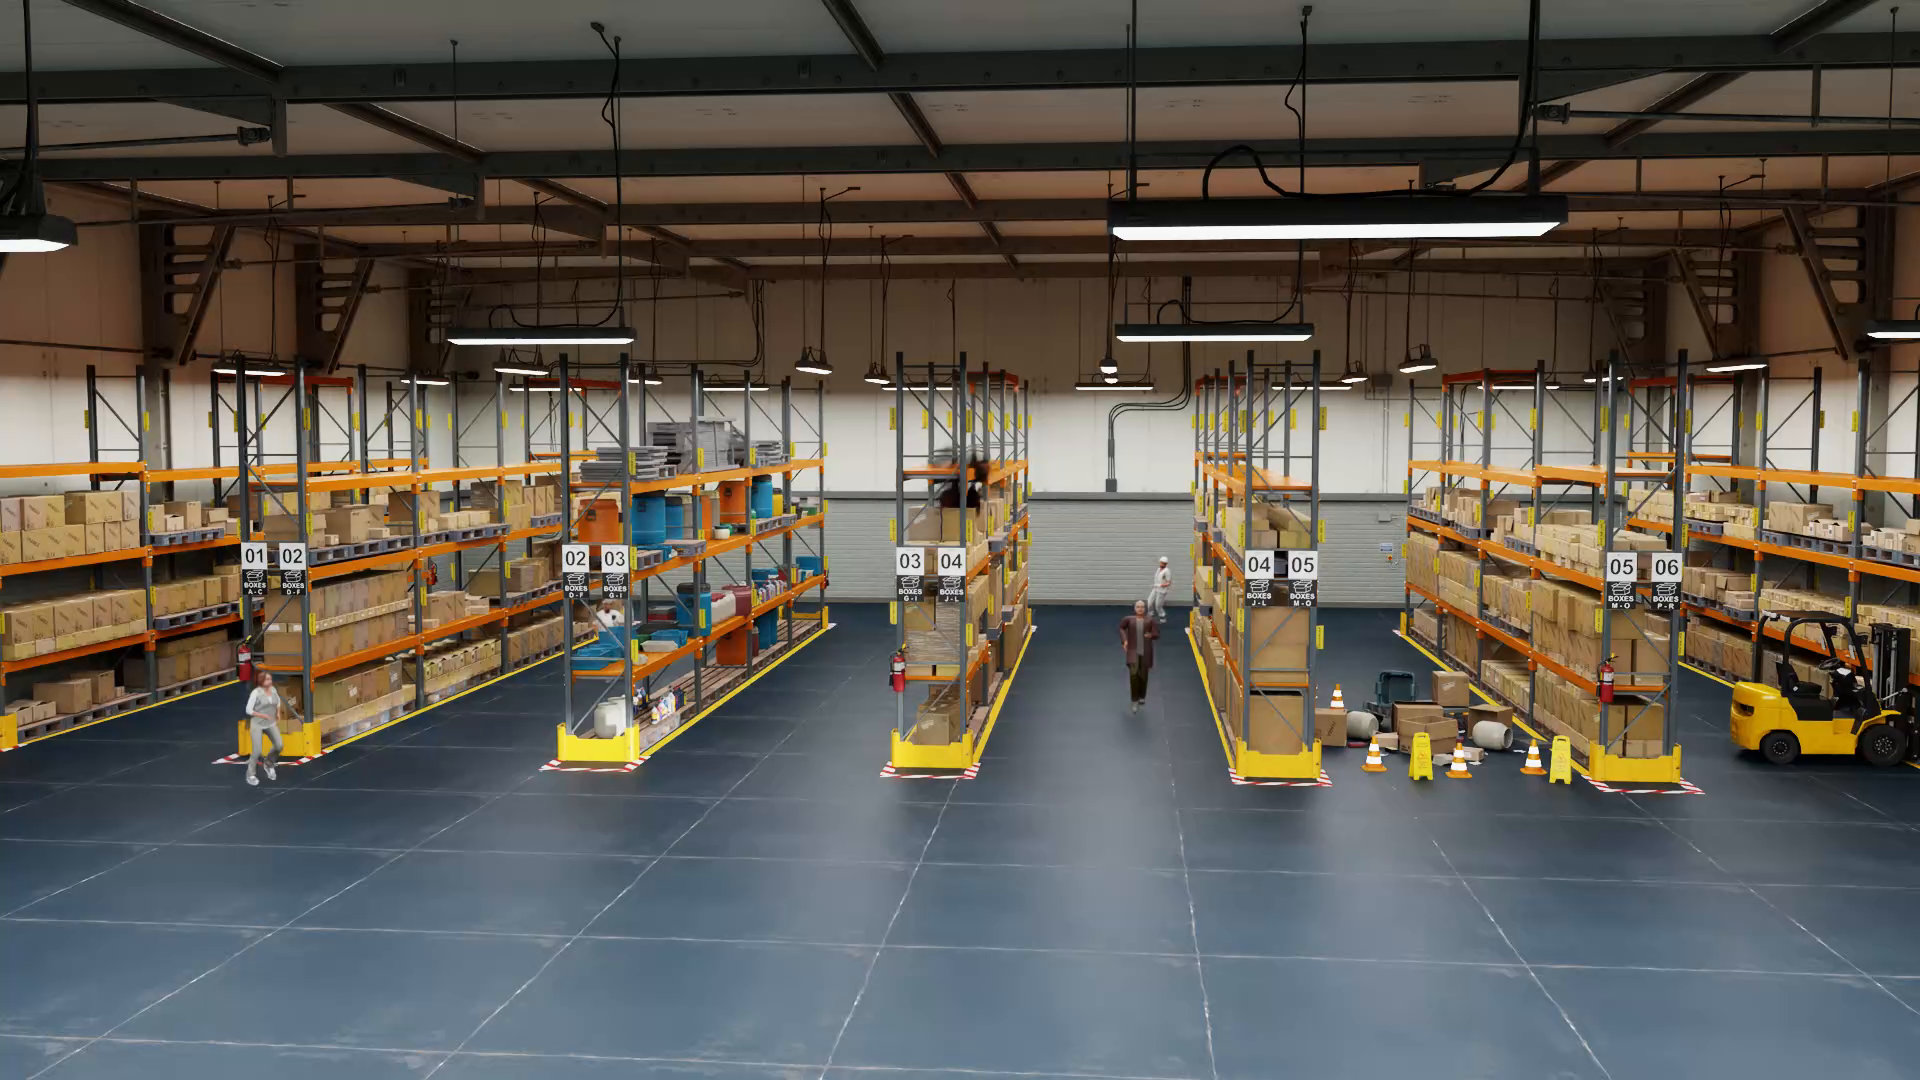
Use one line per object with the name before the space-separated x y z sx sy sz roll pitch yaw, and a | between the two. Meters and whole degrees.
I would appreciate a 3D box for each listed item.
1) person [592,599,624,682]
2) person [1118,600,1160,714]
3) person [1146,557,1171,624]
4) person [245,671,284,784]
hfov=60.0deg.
person | -6.740 1.923 31.792 0.604 1.629 0.581 0 4 3
person | 2.984 1.924 27.645 0.682 1.841 0.803 0 4 2
person | 4.867 1.279 40.383 0.643 1.779 0.790 -2 5 -30
person | -9.601 2.590 23.017 0.631 1.571 0.589 3 5 36
